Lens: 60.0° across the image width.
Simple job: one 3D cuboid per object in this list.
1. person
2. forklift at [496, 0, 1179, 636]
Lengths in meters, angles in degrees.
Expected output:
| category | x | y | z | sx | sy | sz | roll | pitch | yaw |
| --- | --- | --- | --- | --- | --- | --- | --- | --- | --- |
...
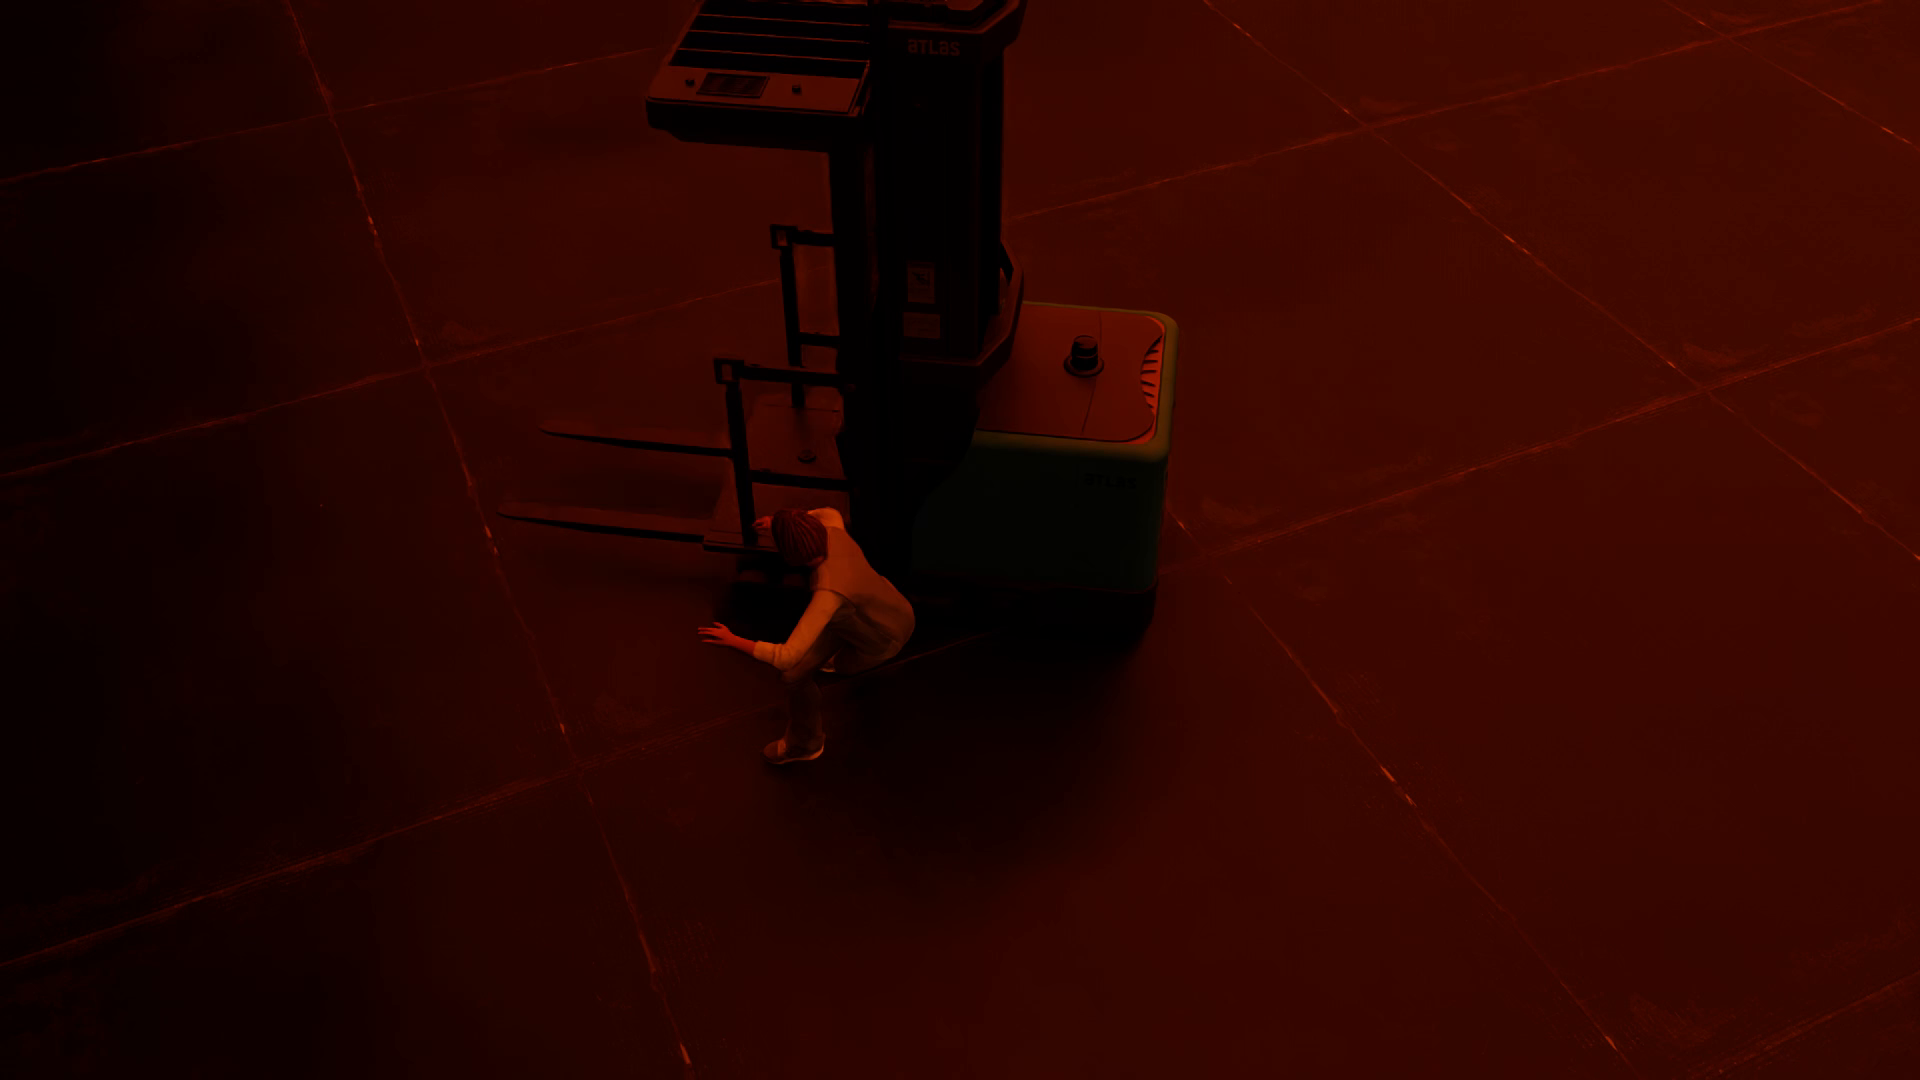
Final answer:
| category | x | y | z | sx | sy | sz | roll | pitch | yaw |
| --- | --- | --- | --- | --- | --- | --- | --- | --- | --- |
| person | -0.632 | 0.322 | 6.465 | 0.871 | 1.369 | 0.845 | -21 | 47 | -21 |
| forklift | -0.585 | -1.109 | 6.869 | 3.031 | 2.935 | 1.130 | 6 | 43 | 6 |
